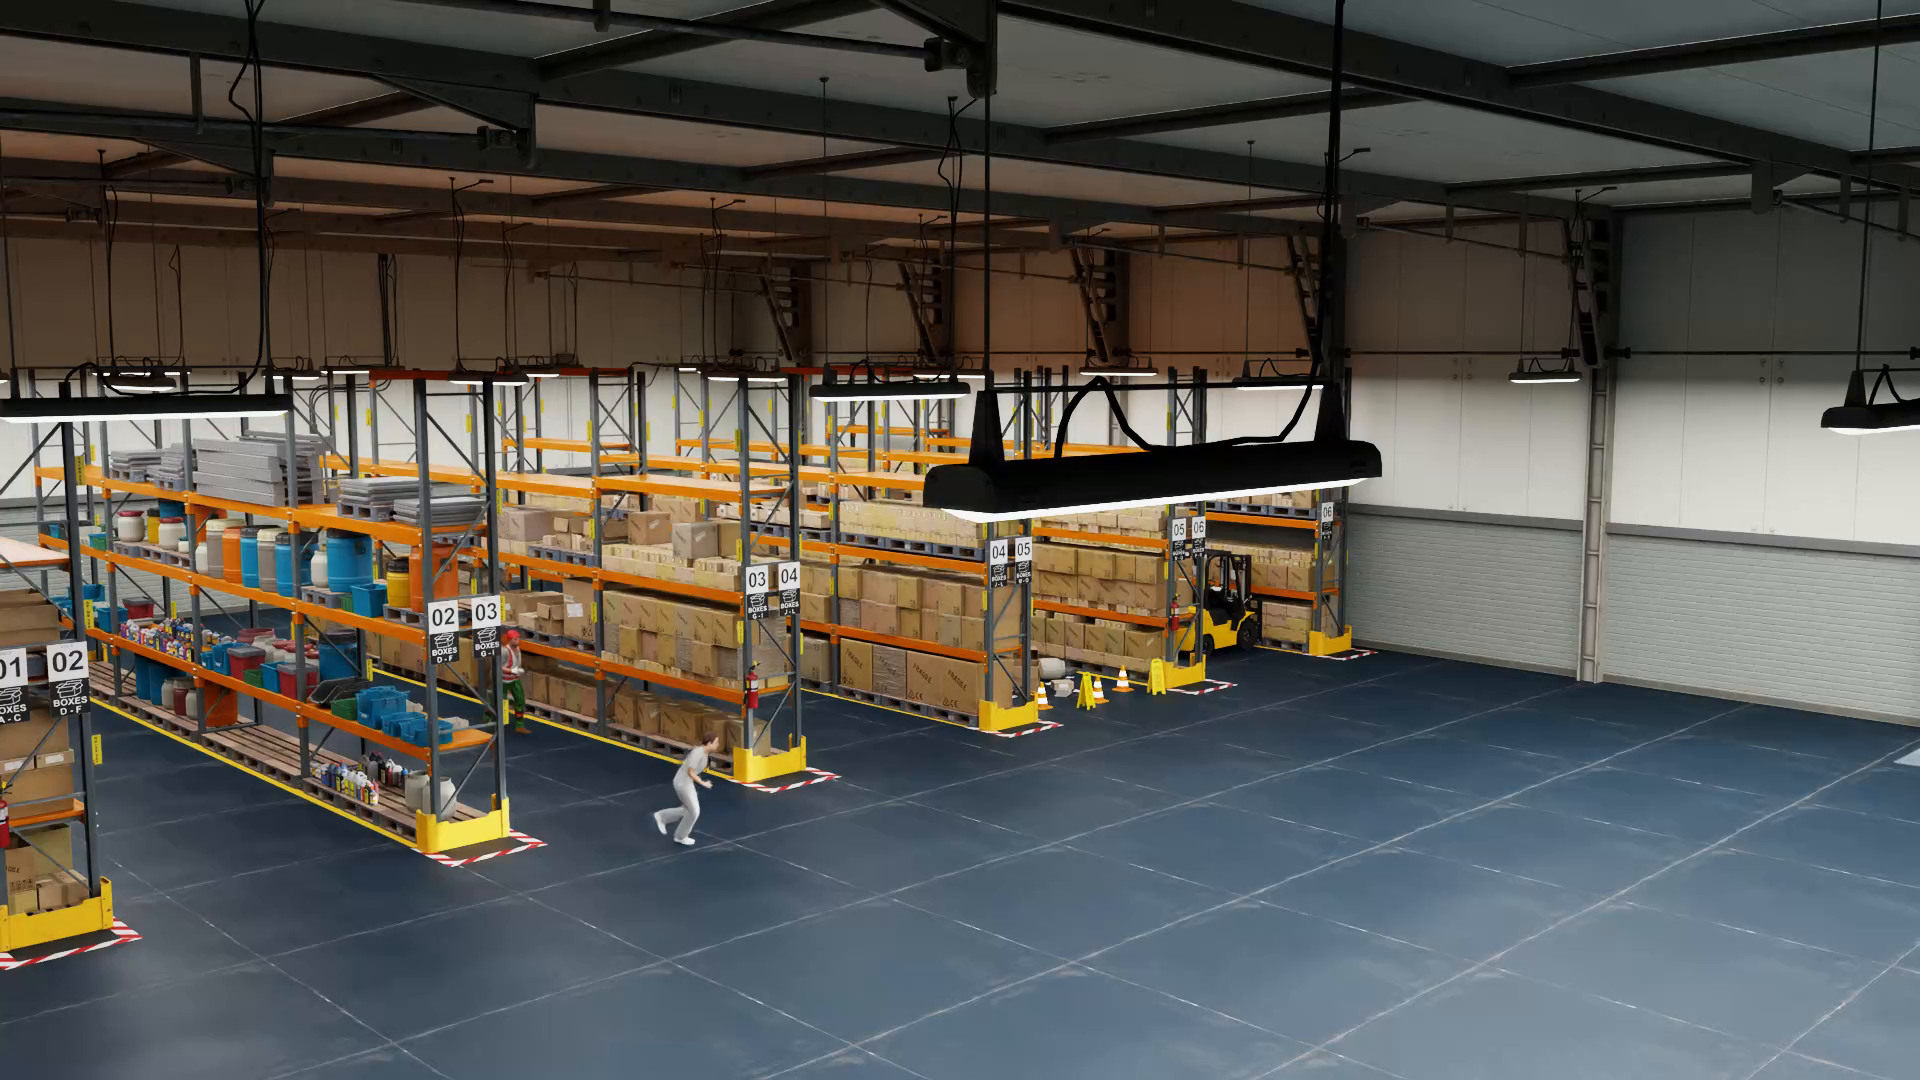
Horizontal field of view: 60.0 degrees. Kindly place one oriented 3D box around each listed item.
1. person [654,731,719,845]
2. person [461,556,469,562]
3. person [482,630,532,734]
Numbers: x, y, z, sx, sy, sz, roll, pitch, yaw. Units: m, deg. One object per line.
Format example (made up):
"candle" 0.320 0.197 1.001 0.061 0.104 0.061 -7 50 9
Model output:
"person" -3.529 3.187 21.498 0.856 1.482 0.575 0 6 2
"person" -11.510 1.189 38.605 0.592 1.679 0.773 -4 8 -33
"person" -7.544 2.339 27.642 0.985 1.754 0.683 4 7 30
